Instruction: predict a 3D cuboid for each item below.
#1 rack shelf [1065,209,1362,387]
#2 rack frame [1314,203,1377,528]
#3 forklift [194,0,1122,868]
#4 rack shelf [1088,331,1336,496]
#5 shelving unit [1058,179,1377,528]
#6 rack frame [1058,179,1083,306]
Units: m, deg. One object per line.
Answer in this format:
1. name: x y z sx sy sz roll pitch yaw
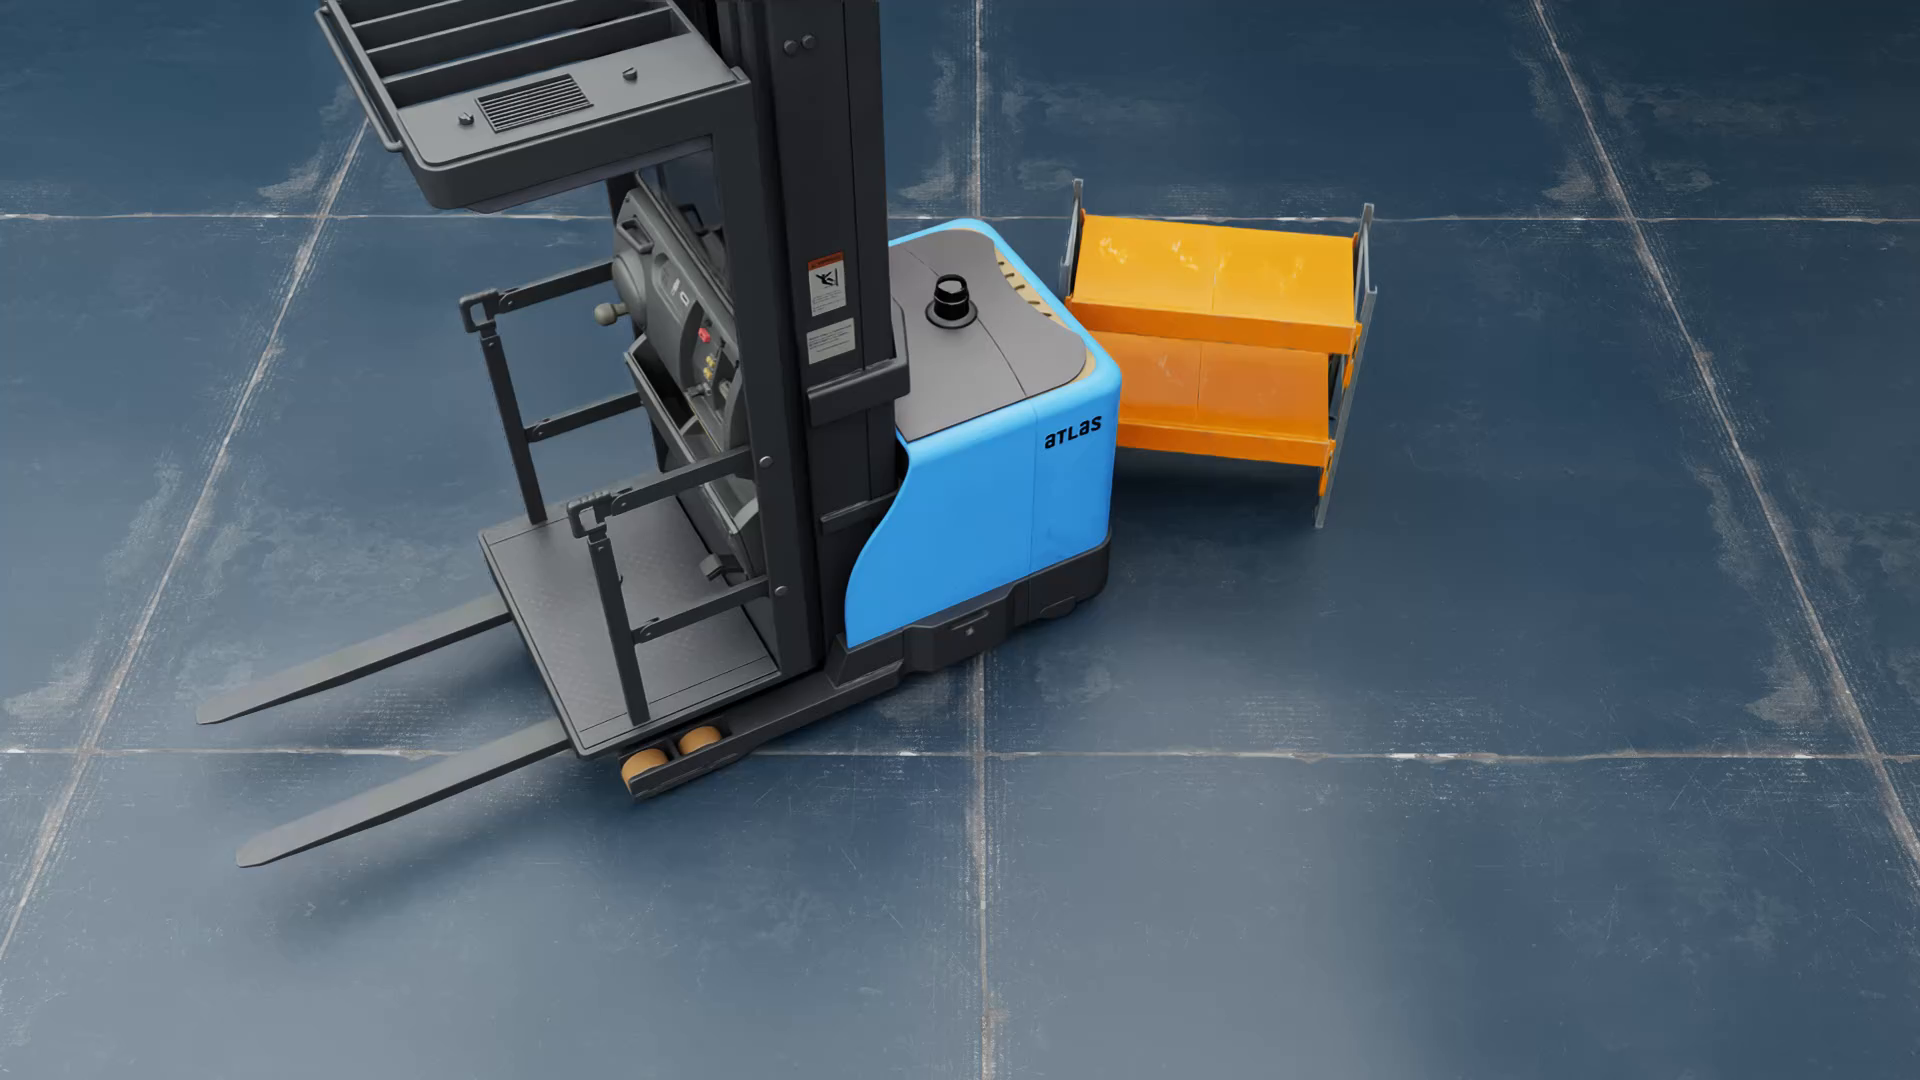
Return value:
1. rack shelf: 0.890 -0.863 5.885 1.000 0.278 0.538 6 47 6
2. rack frame: 1.393 -0.610 6.049 0.032 1.125 0.500 6 47 6
3. forklift: -1.009 -0.599 4.805 3.031 2.935 1.130 -22 51 -19
4. rack shelf: 0.890 -0.497 6.278 1.000 0.278 0.538 6 47 6
5. shelving unit: 0.890 -0.664 6.099 1.048 1.125 0.538 6 47 6
6. rack frame: 0.387 -0.717 6.149 0.032 1.125 0.500 6 47 6
